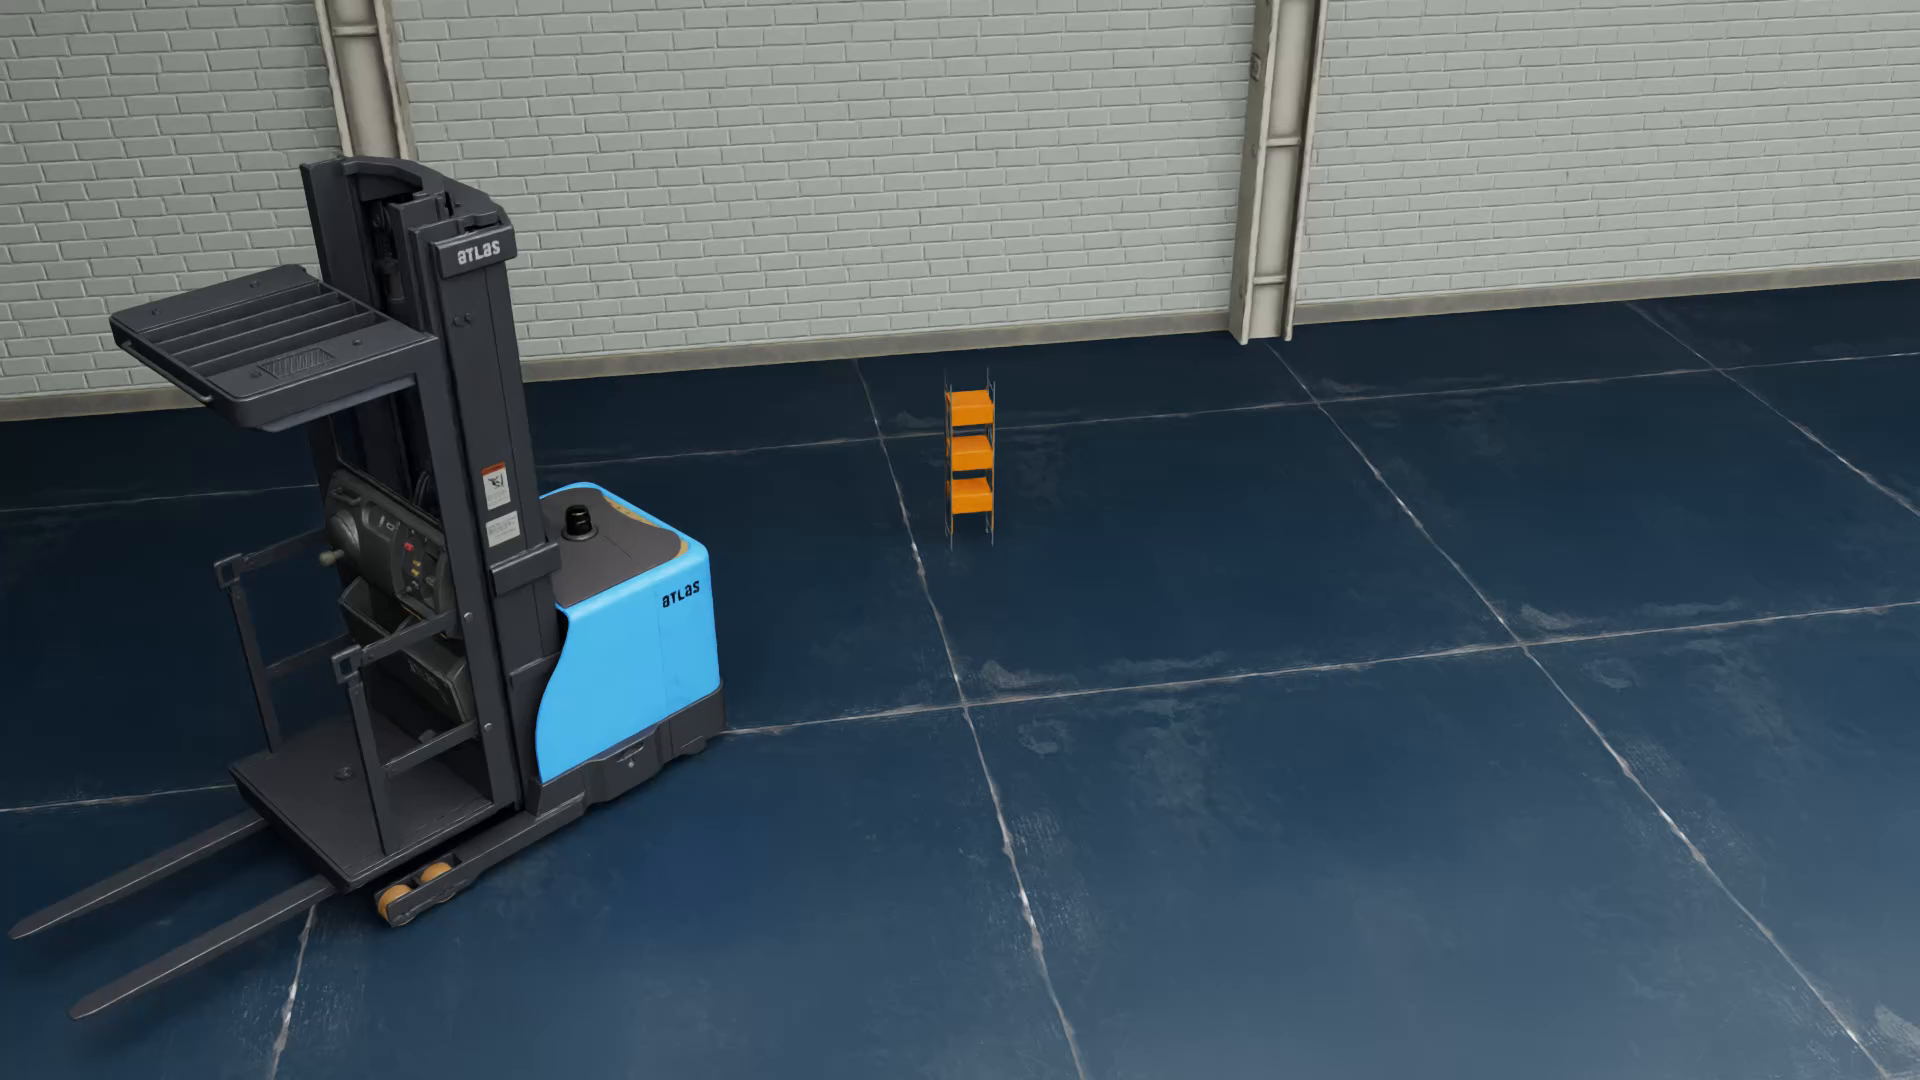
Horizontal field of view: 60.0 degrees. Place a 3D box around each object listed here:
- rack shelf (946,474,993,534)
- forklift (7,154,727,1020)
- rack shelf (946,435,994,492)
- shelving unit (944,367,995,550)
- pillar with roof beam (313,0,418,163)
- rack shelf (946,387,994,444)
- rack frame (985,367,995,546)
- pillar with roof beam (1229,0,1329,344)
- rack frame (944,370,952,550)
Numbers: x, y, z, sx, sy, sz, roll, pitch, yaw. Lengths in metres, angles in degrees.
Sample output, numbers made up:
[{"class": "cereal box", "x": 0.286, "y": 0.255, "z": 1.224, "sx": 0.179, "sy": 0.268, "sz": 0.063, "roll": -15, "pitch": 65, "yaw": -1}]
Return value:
[{"class": "rack shelf", "x": 0.053, "y": -0.209, "z": 9.638, "sx": 0.240, "sy": 0.259, "sz": 0.215, "roll": -5, "pitch": 31, "yaw": -9}, {"class": "forklift", "x": -2.519, "y": 0.062, "z": 6.754, "sx": 1.130, "sy": 2.935, "sz": 3.031, "roll": 26, "pitch": 39, "yaw": 37}, {"class": "rack shelf", "x": 0.053, "y": -0.448, "z": 9.498, "sx": 0.240, "sy": 0.259, "sz": 0.215, "roll": -5, "pitch": 31, "yaw": -9}, {"class": "shelving unit", "x": 0.053, "y": -0.457, "z": 9.492, "sx": 0.252, "sy": 1.050, "sz": 0.215, "roll": -5, "pitch": 31, "yaw": -9}, {"class": "pillar with roof beam", "x": -2.904, "y": -2.713, "z": 5.486, "sx": 0.400, "sy": 9.000, "sz": 9.100, "roll": -5, "pitch": 31, "yaw": -9}, {"class": "rack shelf", "x": 0.053, "y": -0.693, "z": 9.354, "sx": 0.240, "sy": 0.259, "sz": 0.215, "roll": -5, "pitch": 31, "yaw": -9}, {"class": "rack frame", "x": 0.173, "y": -0.469, "z": 9.511, "sx": 0.008, "sy": 1.050, "sz": 0.200, "roll": -5, "pitch": 31, "yaw": -9}, {"class": "pillar with roof beam", "x": 2.998, "y": -3.261, "z": 6.418, "sx": 0.400, "sy": 9.000, "sz": 9.100, "roll": -5, "pitch": 31, "yaw": -9}, {"class": "rack frame", "x": -0.067, "y": -0.446, "z": 9.473, "sx": 0.008, "sy": 1.050, "sz": 0.200, "roll": -5, "pitch": 31, "yaw": -9}]
